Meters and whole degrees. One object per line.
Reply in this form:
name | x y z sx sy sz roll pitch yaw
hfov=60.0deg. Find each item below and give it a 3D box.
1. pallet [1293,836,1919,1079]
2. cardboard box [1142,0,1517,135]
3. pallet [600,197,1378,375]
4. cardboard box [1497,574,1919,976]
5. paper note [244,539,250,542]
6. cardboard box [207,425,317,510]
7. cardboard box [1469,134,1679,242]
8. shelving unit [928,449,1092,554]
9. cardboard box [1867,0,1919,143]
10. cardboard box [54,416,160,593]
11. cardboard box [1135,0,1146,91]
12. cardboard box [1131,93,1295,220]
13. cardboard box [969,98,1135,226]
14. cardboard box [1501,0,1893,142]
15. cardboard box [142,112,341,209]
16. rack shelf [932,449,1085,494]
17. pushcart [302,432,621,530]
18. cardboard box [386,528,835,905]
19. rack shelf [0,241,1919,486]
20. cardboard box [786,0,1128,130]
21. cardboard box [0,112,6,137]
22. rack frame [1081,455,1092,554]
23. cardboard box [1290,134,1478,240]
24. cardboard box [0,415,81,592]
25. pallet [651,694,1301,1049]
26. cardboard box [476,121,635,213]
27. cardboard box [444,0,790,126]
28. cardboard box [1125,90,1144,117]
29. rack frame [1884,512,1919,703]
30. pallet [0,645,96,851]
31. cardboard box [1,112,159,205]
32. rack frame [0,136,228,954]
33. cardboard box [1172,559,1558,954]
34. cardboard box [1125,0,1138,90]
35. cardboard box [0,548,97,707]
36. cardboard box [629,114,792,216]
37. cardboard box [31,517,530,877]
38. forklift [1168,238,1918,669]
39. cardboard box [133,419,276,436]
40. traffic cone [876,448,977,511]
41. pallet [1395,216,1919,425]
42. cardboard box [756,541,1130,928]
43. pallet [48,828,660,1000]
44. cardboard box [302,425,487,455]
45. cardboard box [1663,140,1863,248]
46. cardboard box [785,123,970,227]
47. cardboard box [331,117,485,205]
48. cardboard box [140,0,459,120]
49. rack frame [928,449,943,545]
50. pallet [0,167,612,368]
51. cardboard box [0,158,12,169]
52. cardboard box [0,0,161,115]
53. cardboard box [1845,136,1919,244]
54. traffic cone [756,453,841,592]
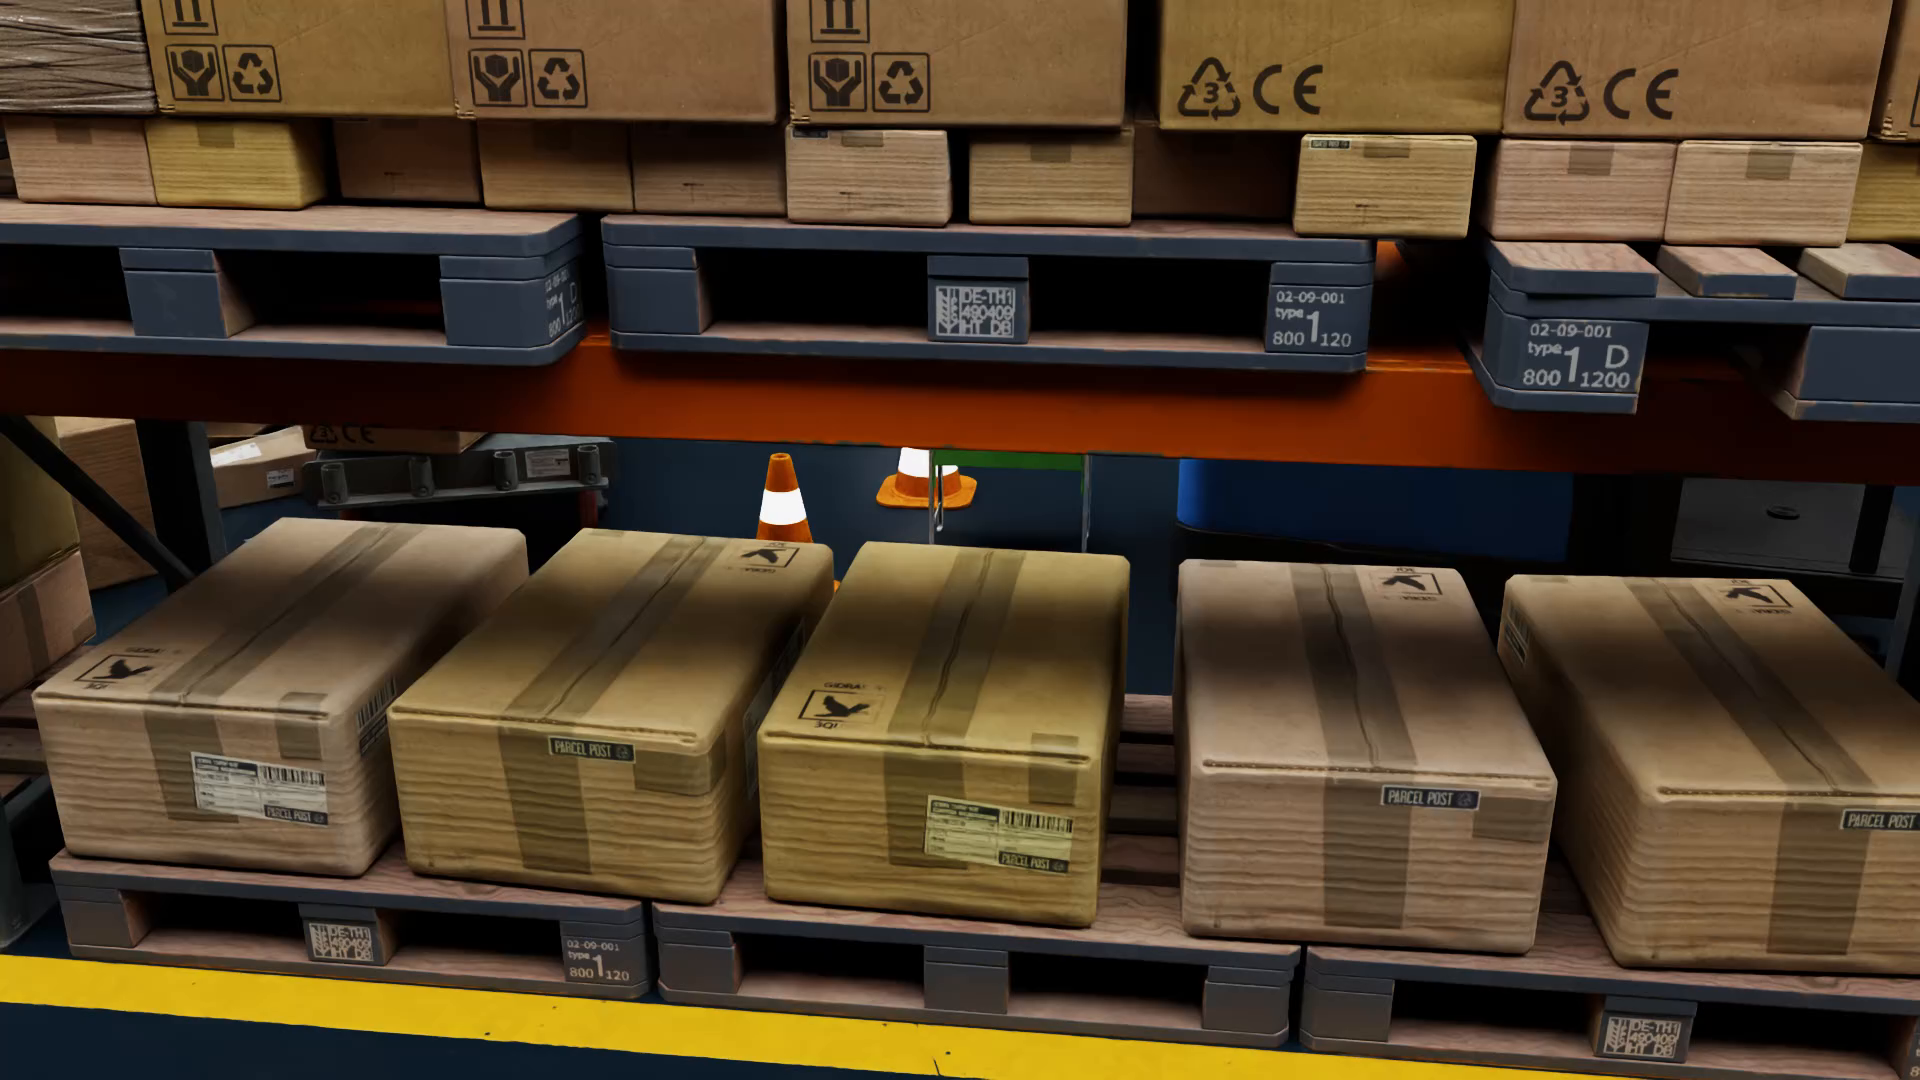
pallet | 1.279 0.686 3.418 1.213 0.211 1.003 2 22 6
cardboard box | 0.554 -0.915 2.561 0.500 0.500 0.500 1 22 3
pallet | 0.084 -0.558 3.032 1.213 0.211 1.003 2 22 6
cardboard box | 1.495 0.422 3.295 0.625 0.372 0.950 1 22 3
paper note | -2.243 -0.015 5.435 0.142 0.019 0.148 2 22 6
cardboard box | -2.474 -0.297 5.830 0.396 0.266 0.258 -14 25 -31
cardboard box | 0.922 -0.577 2.589 0.250 0.149 0.380 1 22 4
shelving unit | 0.164 -0.551 5.201 0.503 1.200 0.258 2 22 6
cardboard box | 1.570 -0.875 2.461 0.500 0.500 0.500 2 22 5
cardboard box | -2.822 -0.131 5.089 0.500 0.500 0.500 -19 28 -40
cardboard box | 0.589 -1.101 3.033 0.500 0.500 0.500 3 22 7
cardboard box | 0.412 -0.640 2.750 0.250 0.149 0.380 3 22 7
cardboard box | 0.153 -0.621 2.702 0.250 0.149 0.380 2 22 5
cardboard box | 1.056 -0.893 2.507 0.500 0.500 0.500 2 22 5
cardboard box | -1.159 -0.675 2.837 0.250 0.149 0.380 3 22 7
rack shelf | 0.164 -0.268 5.313 0.480 0.148 0.258 2 22 6
pushcart | -1.699 -0.365 5.849 0.936 0.377 1.648 -5 22 -12
cardboard box | -0.682 0.329 3.531 0.625 0.372 0.950 4 22 10
rack shelf | 0.069 -0.328 3.169 4.000 0.370 1.077 2 22 6
cardboard box | 0.012 -0.939 2.622 0.500 0.500 0.500 2 22 4
cardboard box | -2.322 -1.055 3.488 0.500 0.500 0.500 2 22 6
rack frame | 0.407 -0.540 5.174 0.015 1.200 0.240 2 22 6
cardboard box | 0.647 -0.584 2.606 0.250 0.149 0.380 3 22 7
cardboard box | -2.472 -0.139 3.860 0.500 0.500 0.500 4 22 9
pallet | 0.071 0.632 3.553 1.213 0.211 1.003 2 22 6
cardboard box | -0.618 -0.664 2.810 0.250 0.149 0.380 3 22 7
cardboard box | -0.499 -0.957 2.668 0.500 0.500 0.500 2 22 6
cardboard box | 0.406 -0.789 3.127 0.250 0.149 0.380 3 22 8
rack frame | 2.055 -0.576 2.818 0.127 3.000 1.000 2 22 6
pallet | -2.589 0.531 3.809 1.213 0.211 1.003 2 22 6
cardboard box | -1.406 -0.689 2.873 0.250 0.149 0.380 3 22 7
rack frame | -1.918 -0.750 3.256 0.127 3.000 1.000 2 22 6
cardboard box | 0.761 0.393 3.368 0.625 0.372 0.950 2 22 5
cardboard box | 0.093 -1.126 3.095 0.500 0.500 0.500 2 22 4
cardboard box | -2.472 0.210 3.998 0.500 0.250 0.500 2 22 4
cardboard box | -0.373 -0.653 2.781 0.250 0.149 0.380 3 22 7
cardboard box | -1.396 0.299 3.607 0.625 0.372 0.950 3 22 7
forklift | 2.181 -1.148 4.358 3.031 2.935 1.130 6 22 14
cardboard box | -2.918 -0.636 6.179 0.503 0.637 0.797 2 22 6
traffic cone | -0.116 -0.380 5.771 0.334 0.463 0.336 2 22 6
pallet | 1.334 -0.479 2.833 1.003 0.211 1.213 2 22 6
cardboard box | 0.009 0.358 3.457 0.625 0.372 0.950 3 22 8
pallet | -1.144 0.580 3.685 1.213 0.211 1.003 2 22 6
cardboard box | -1.738 -0.590 5.223 0.500 0.500 0.500 2 22 6
cardboard box | 1.171 -0.563 2.554 0.250 0.149 0.380 2 22 6
cardboard box | -0.115 -0.622 2.704 0.250 0.149 0.380 3 22 8
cardboard box | -0.869 -0.690 2.877 0.250 0.149 0.380 4 22 10
cardboard box | -0.988 -0.983 2.735 0.500 0.500 0.500 3 22 6
rack frame | -0.078 -0.561 5.228 0.015 1.200 0.240 2 22 6
pallet | -1.176 -0.574 3.073 1.213 0.211 1.003 2 22 6
cardboard box | -2.193 -0.763 3.633 0.250 0.149 0.380 2 22 6
cardboard box | -1.486 -1.005 2.789 0.500 0.500 0.500 3 22 8
cardboard box | 1.427 -0.568 2.568 0.250 0.149 0.380 3 22 7
traffic cone | -0.521 -0.027 4.879 0.334 0.463 0.336 2 22 6
